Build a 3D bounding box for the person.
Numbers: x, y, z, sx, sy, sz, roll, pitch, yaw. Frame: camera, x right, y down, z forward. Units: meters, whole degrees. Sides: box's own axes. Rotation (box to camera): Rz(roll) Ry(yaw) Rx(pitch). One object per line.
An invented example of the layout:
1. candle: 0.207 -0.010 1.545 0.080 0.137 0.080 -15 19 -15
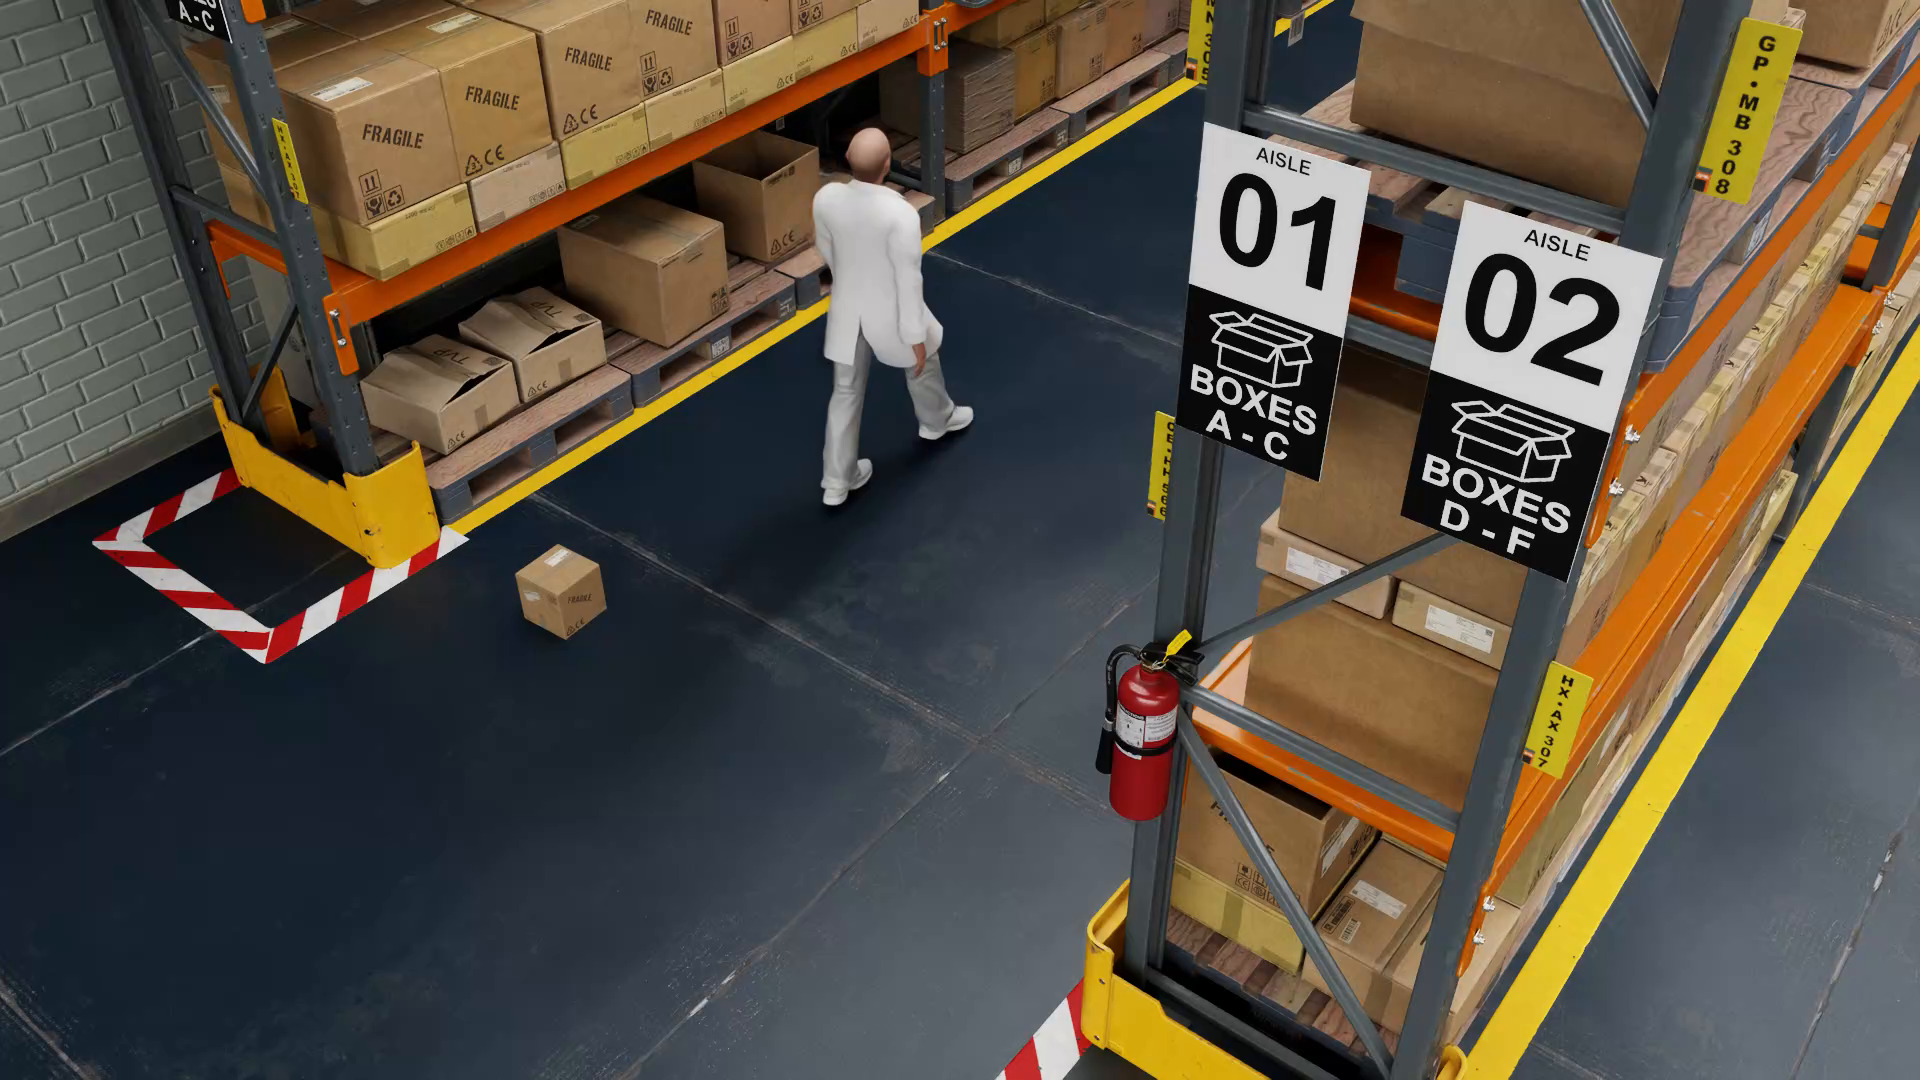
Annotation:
1. person: -0.292 -1.117 7.558 0.613 1.710 1.140 15 41 18
